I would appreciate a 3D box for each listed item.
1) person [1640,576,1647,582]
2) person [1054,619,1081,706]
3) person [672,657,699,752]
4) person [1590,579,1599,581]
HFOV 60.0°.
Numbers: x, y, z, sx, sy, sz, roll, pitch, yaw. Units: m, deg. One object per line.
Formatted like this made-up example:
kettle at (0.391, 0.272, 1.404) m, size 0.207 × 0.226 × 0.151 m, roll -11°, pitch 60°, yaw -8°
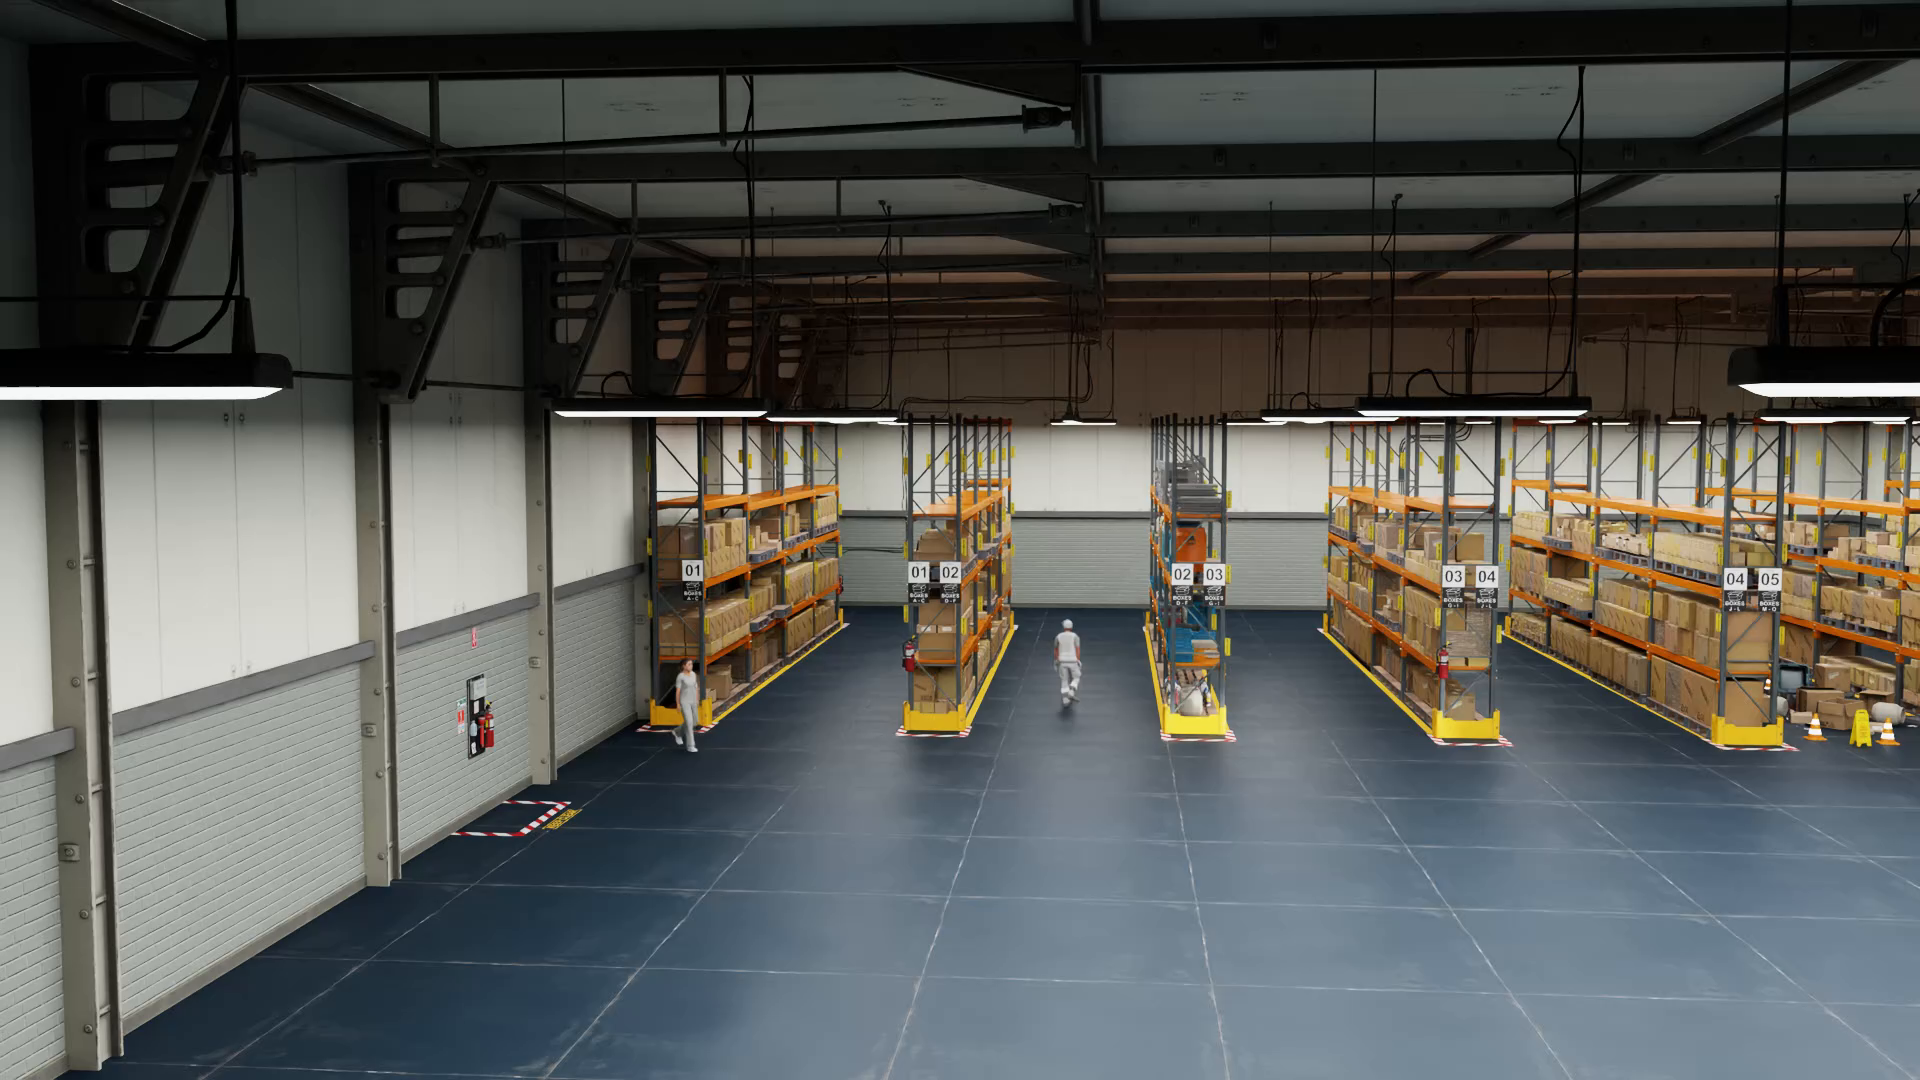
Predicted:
person at (19.232, 1.685, 47.030) m, size 1.057 × 1.750 × 0.541 m, roll 0°, pitch 4°, yaw 2°
person at (2.208, 2.524, 34.241) m, size 0.584 × 1.781 × 0.490 m, roll 1°, pitch 4°, yaw 18°
person at (-4.854, 2.896, 29.548) m, size 0.801 × 1.649 × 0.498 m, roll 3°, pitch 5°, yaw 39°
person at (17.190, 1.866, 45.033) m, size 0.512 × 1.670 × 0.499 m, roll 1°, pitch 4°, yaw 8°
